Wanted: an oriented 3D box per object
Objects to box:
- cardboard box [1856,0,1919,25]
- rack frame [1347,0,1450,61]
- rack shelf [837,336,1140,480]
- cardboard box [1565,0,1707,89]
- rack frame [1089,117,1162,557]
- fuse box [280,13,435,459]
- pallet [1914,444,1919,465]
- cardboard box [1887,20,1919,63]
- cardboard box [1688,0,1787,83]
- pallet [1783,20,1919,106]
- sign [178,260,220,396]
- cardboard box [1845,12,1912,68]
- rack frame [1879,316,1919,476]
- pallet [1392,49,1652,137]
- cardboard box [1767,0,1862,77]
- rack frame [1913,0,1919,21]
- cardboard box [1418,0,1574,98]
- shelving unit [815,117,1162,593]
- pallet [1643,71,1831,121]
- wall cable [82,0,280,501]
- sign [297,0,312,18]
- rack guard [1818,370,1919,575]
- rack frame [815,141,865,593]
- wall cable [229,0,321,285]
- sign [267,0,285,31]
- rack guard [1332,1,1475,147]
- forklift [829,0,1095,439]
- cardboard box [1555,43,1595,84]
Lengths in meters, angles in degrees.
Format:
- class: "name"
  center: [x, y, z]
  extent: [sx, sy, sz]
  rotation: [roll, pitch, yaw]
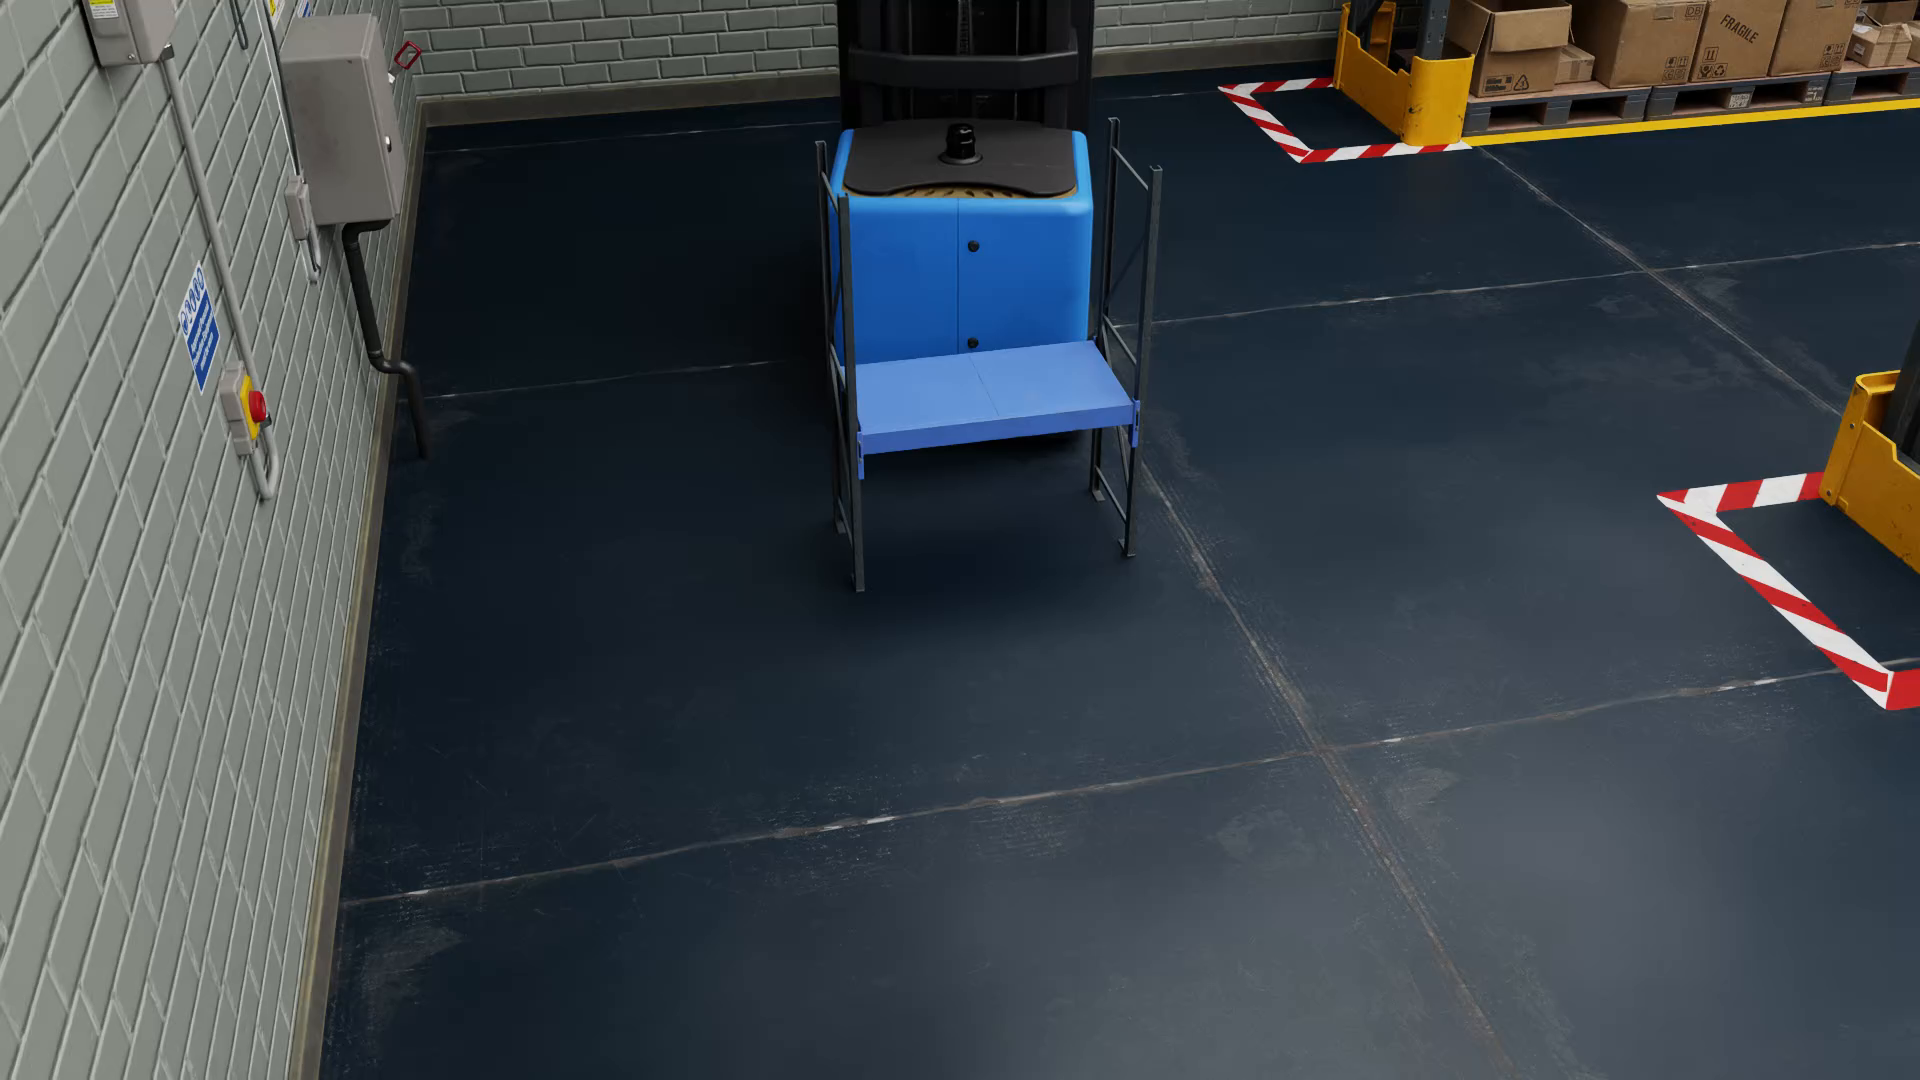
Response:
- class: "cardboard box"
  center: [5.777, -3.447, 10.731]
  extent: [0.500, 0.311, 0.500]
  rotation: [-6, 34, -9]
- class: "rack frame"
  center: [2.572, -3.850, 9.296]
  extent: [0.127, 3.000, 1.000]
  rotation: [-7, 35, -11]
- class: "rack shelf"
  center: [0.083, -0.484, 5.948]
  extent: [1.000, 0.185, 0.538]
  rotation: [-7, 35, -11]
- class: "cardboard box"
  center: [4.032, -3.094, 10.036]
  extent: [0.500, 0.500, 0.700]
  rotation: [-6, 34, -9]
- class: "rack frame"
  center: [0.579, -0.696, 5.941]
  extent: [0.032, 1.500, 0.500]
  rotation: [-7, 35, -11]
- class: "fuse box"
  center: [-2.145, -1.072, 6.312]
  extent: [0.414, 1.711, 0.539]
  rotation: [-7, 35, -11]
- class: "pallet"
  center: [4.433, -0.136, 6.263]
  extent: [1.213, 0.211, 1.003]
  rotation: [-7, 35, -11]
- class: "cardboard box"
  center: [5.995, -3.105, 10.366]
  extent: [0.250, 0.149, 0.380]
  rotation: [-8, 35, -12]
- class: "cardboard box"
  center: [4.570, -3.105, 10.052]
  extent: [0.500, 0.500, 0.500]
  rotation: [-7, 34, -10]
- class: "pallet"
  center: [5.803, -3.100, 10.681]
  extent: [1.213, 0.211, 1.003]
  rotation: [-7, 35, -11]
- class: "sign"
  center: [-1.873, -0.526, 4.099]
  extent: [0.001, 0.218, 0.327]
  rotation: [-7, 35, -11]
- class: "cardboard box"
  center: [5.647, -3.109, 10.268]
  extent: [0.258, 0.266, 0.396]
  rotation: [-6, 34, -9]
- class: "rack frame"
  center: [3.671, -1.153, 5.276]
  extent: [0.127, 3.000, 1.000]
  rotation: [-7, 35, -11]
- class: "pallet"
  center: [3.424, -2.800, 10.234]
  extent: [1.213, 0.211, 1.003]
  rotation: [-7, 35, -11]
- class: "cardboard box"
  center: [5.044, -3.222, 10.226]
  extent: [0.500, 0.500, 0.700]
  rotation: [-8, 35, -12]
- class: "rack frame"
  center: [6.473, -4.342, 10.028]
  extent: [0.127, 3.000, 1.000]
  rotation: [-7, 35, -11]
- class: "cardboard box"
  center: [3.190, -3.012, 9.910]
  extent: [0.637, 0.503, 0.797]
  rotation: [-9, 35, -12]
- class: "shelving unit"
  center: [0.083, -0.633, 5.848]
  extent: [1.048, 1.500, 0.538]
  rotation: [-7, 35, -11]
- class: "pallet"
  center: [4.611, -2.948, 10.454]
  extent: [1.213, 0.211, 1.003]
  rotation: [-7, 35, -11]
- class: "wall cable"
  center: [-1.824, -0.882, 3.933]
  extent: [0.123, 1.953, 0.585]
  rotation: [-7, 35, -11]
- class: "sign"
  center: [-2.456, -1.810, 6.341]
  extent: [0.001, 0.494, 0.329]
  rotation: [-7, 35, -11]
- class: "rack guard"
  center: [3.647, -0.112, 5.968]
  extent: [0.348, 0.500, 1.175]
  rotation: [-7, 35, -11]
- class: "rack frame"
  center: [-0.413, -0.571, 5.755]
  extent: [0.032, 1.500, 0.500]
  rotation: [-7, 35, -11]
- class: "wall cable"
  center: [-2.148, -1.638, 5.088]
  extent: [0.122, 1.984, 0.588]
  rotation: [-7, 35, -11]
- class: "sign"
  center: [-2.335, -1.894, 5.640]
  extent: [0.001, 0.242, 0.339]
  rotation: [-7, 35, -11]
- class: "rack guard"
  center: [2.646, -2.822, 10.006]
  extent: [0.348, 0.500, 1.175]
  rotation: [-7, 35, -11]
- class: "forklift"
  center: [0.031, -2.413, 7.216]
  extent: [1.130, 2.935, 3.031]
  rotation: [1, 34, 1]
- class: "cardboard box"
  center: [3.612, -2.896, 10.055]
  extent: [0.250, 0.149, 0.380]
  rotation: [-9, 35, -12]
